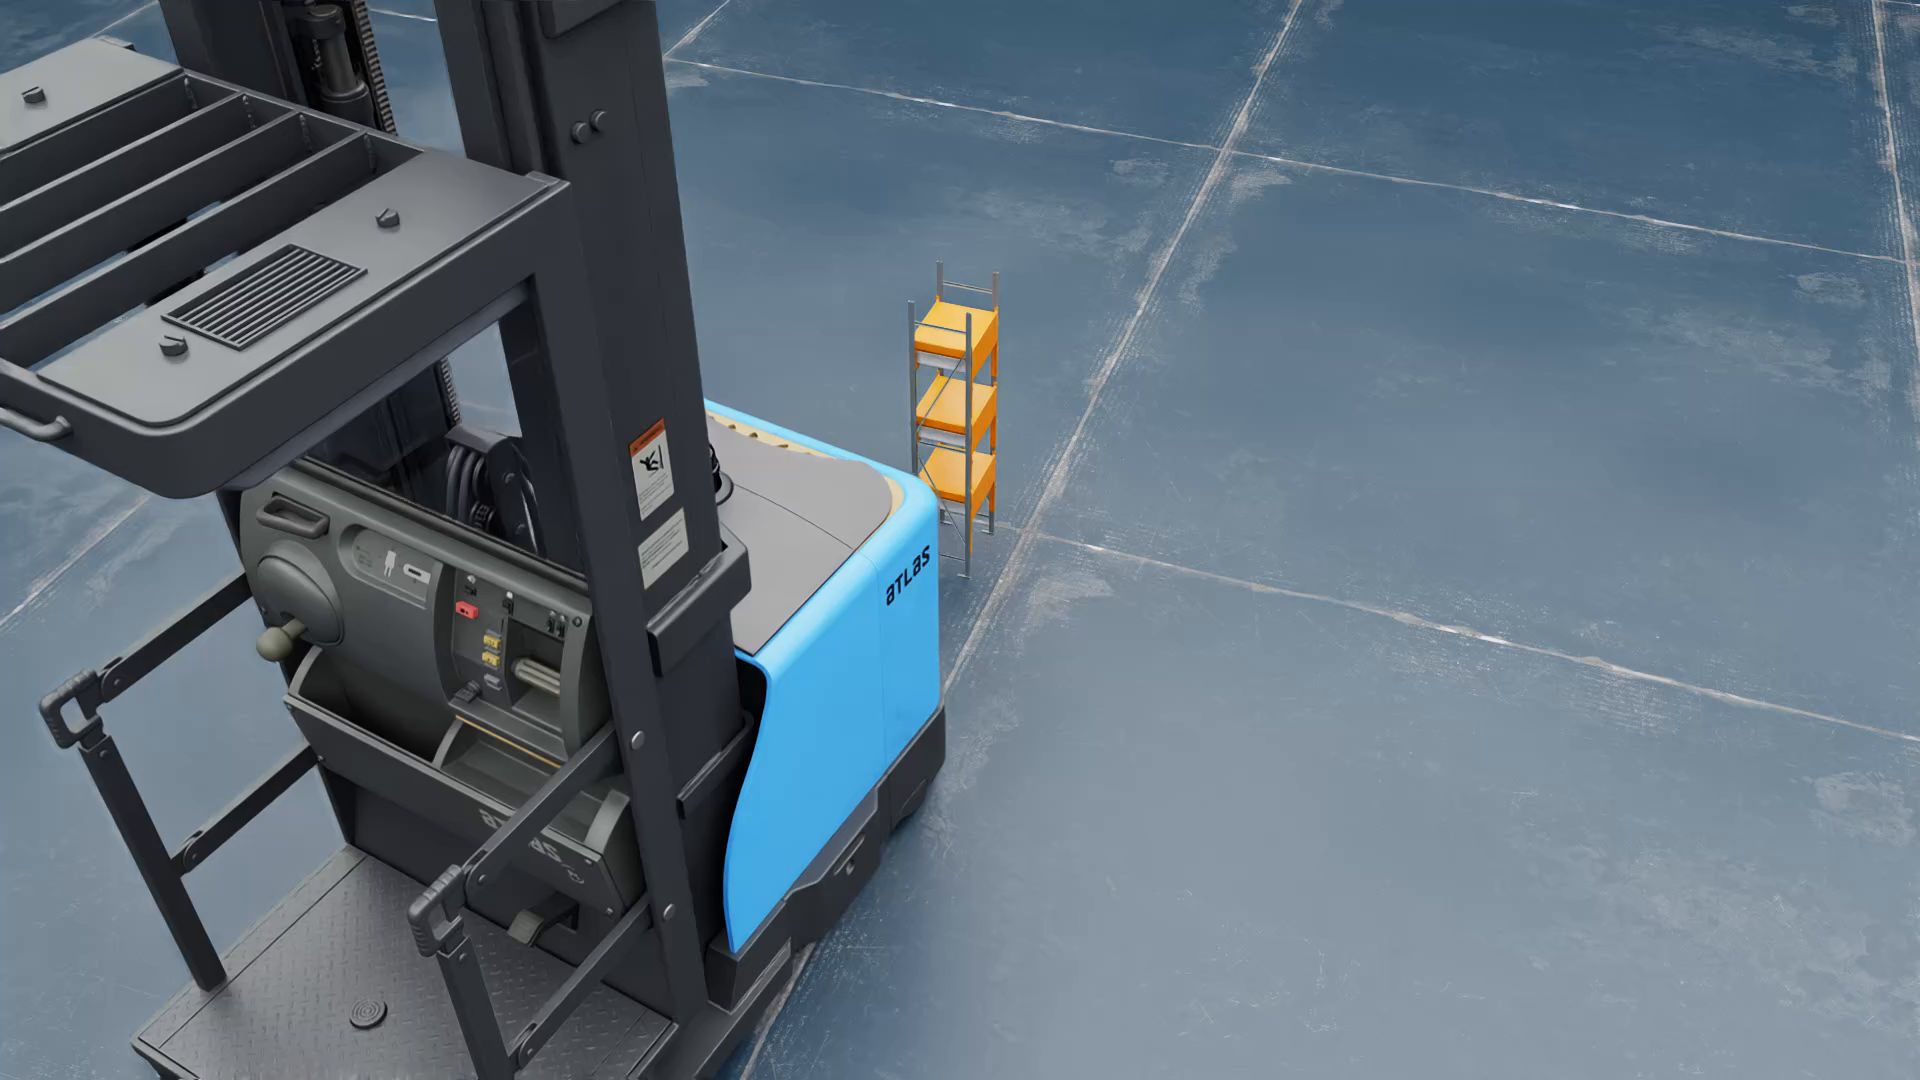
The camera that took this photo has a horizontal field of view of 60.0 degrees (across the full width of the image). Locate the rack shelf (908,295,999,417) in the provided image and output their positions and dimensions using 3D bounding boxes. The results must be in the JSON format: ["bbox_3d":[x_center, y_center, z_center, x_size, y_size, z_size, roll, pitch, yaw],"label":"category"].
[{"bbox_3d":[-0.018,-0.575,5.194,0.215,0.259,0.240,13,42,15],"label":"rack shelf"}]

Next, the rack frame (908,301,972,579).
[{"bbox_3d":[-0.060,-0.292,5.284,0.200,1.050,0.008,13,42,15],"label":"rack frame"}]

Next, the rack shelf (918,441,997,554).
[{"bbox_3d":[-0.018,-0.147,5.558,0.215,0.259,0.240,13,42,15],"label":"rack shelf"}]

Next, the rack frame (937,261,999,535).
[{"bbox_3d":[0.023,-0.441,5.458,0.200,1.050,0.008,13,42,15],"label":"rack frame"}]

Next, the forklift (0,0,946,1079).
[{"bbox_3d":[-1.222,0.224,3.230,1.130,2.935,3.031,21,45,23],"label":"forklift"}]

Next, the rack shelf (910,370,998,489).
[{"bbox_3d":[-0.018,-0.359,5.378,0.215,0.259,0.240,13,42,15],"label":"rack shelf"}]

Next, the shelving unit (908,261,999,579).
[{"bbox_3d":[-0.018,-0.367,5.371,0.215,1.050,0.252,13,42,15],"label":"shelving unit"}]
